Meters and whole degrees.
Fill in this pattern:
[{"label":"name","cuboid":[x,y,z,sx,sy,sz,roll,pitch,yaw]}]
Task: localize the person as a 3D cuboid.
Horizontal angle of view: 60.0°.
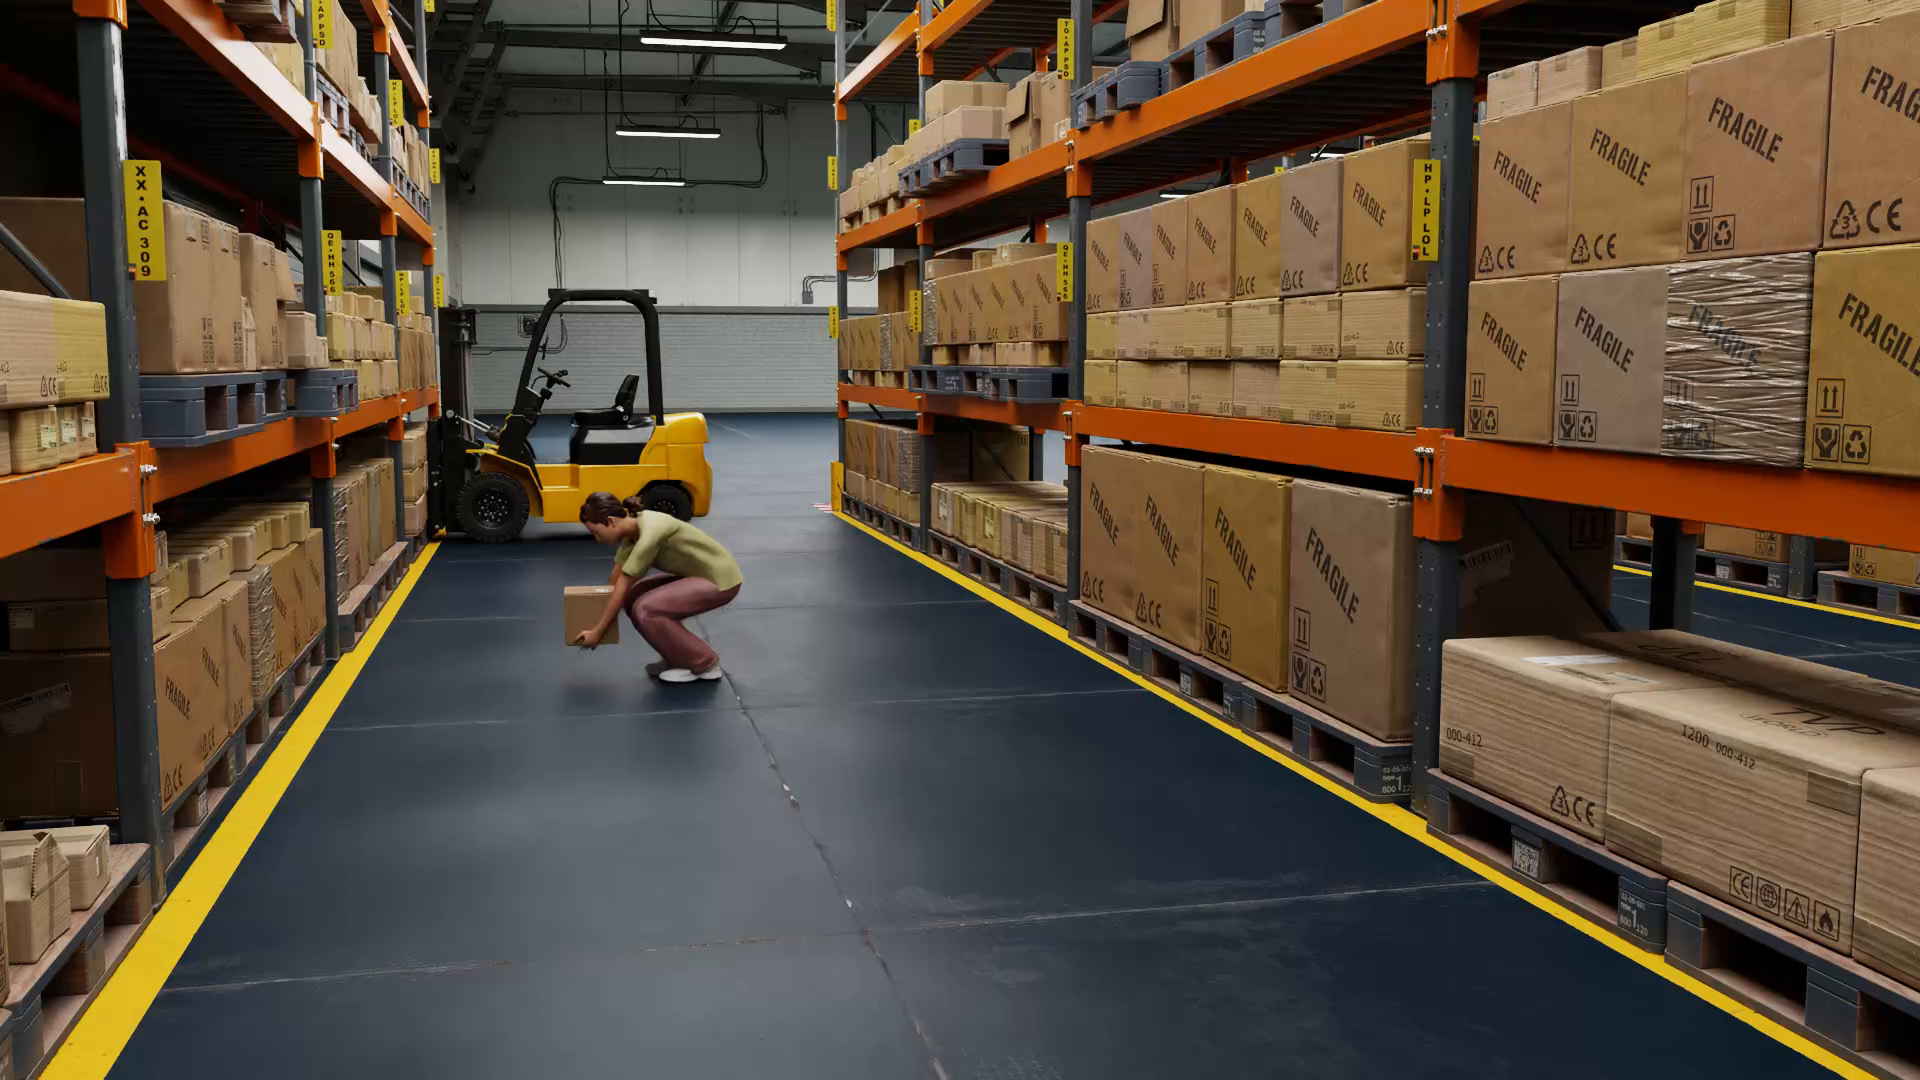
[{"label":"person","cuboid":[-1.468,0.219,8.096,0.824,0.935,0.454,-2,6,-15]}]
